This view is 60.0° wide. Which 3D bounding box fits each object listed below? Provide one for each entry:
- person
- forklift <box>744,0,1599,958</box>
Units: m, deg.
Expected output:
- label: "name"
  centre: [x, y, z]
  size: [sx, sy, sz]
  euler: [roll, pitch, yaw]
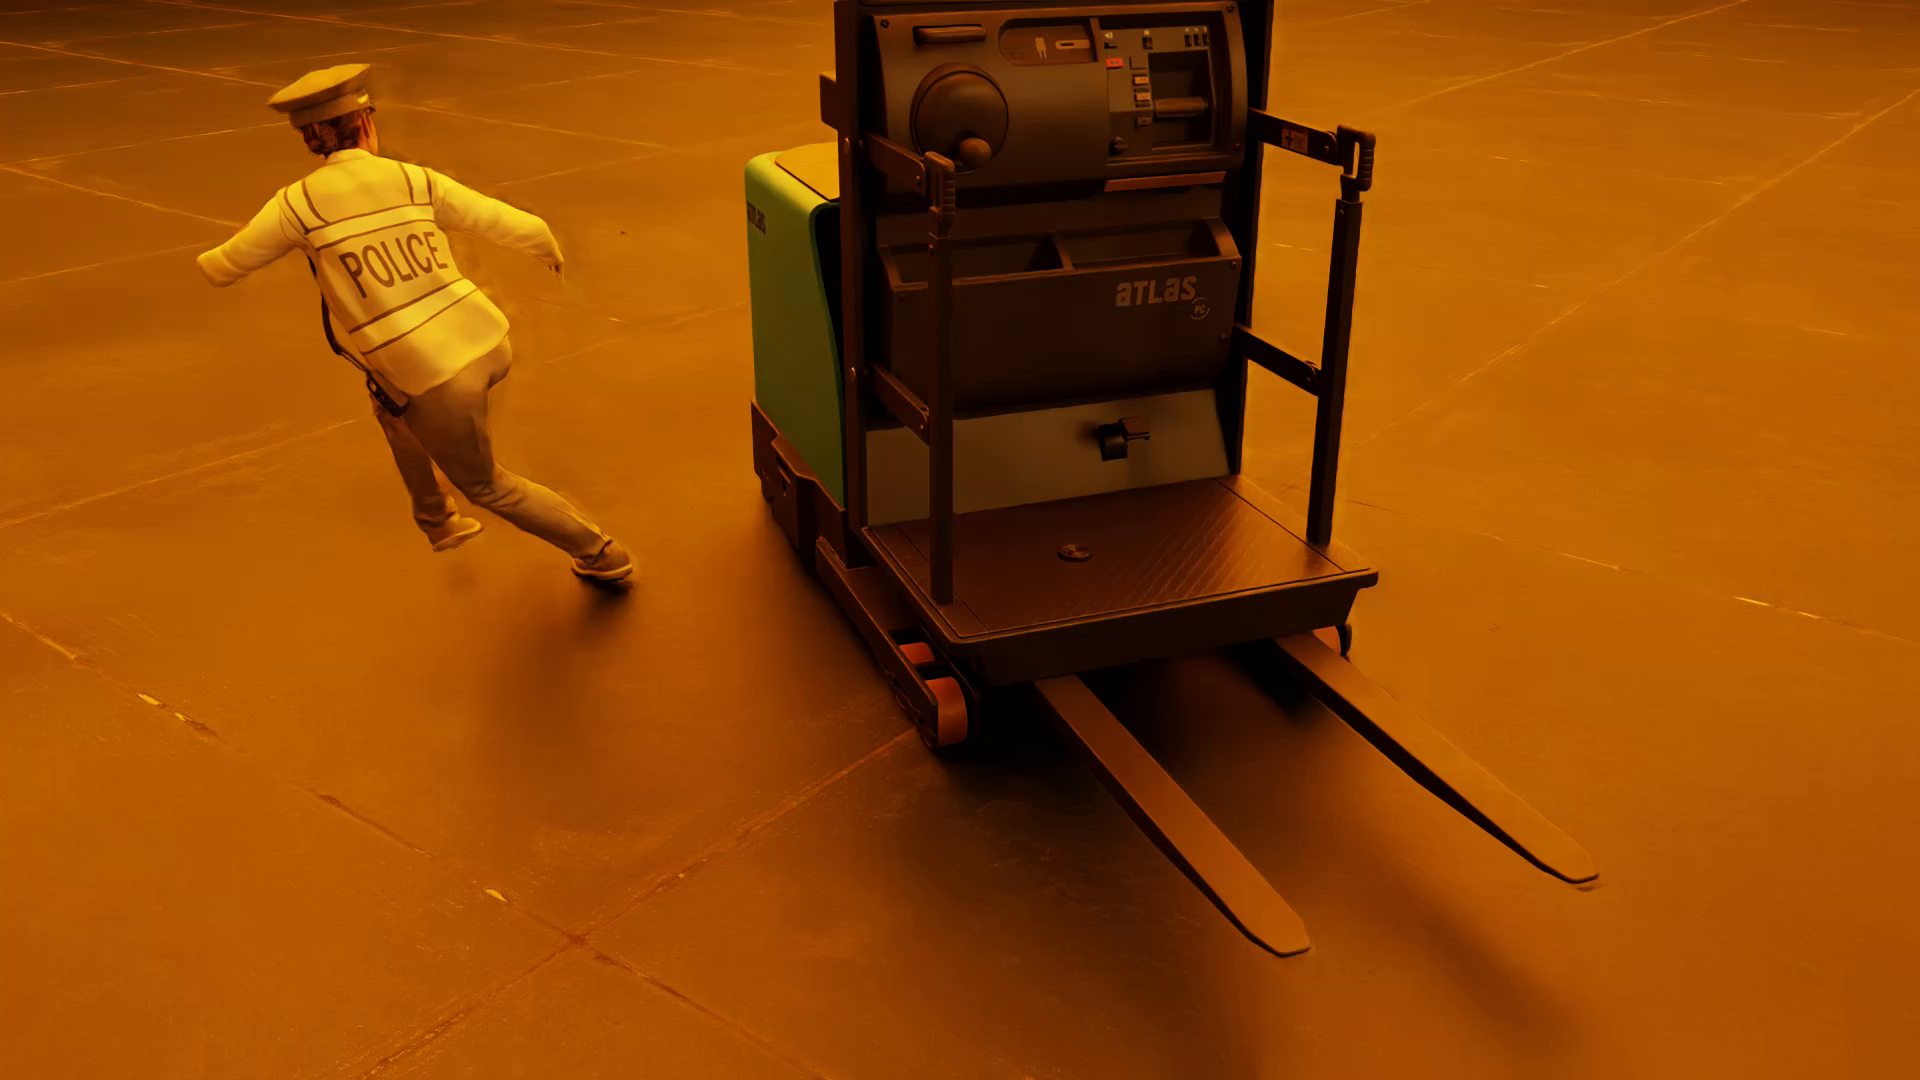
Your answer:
- label: "person"
  centre: [-1.424, -0.521, 4.399]
  size: [0.834, 1.435, 0.915]
  euler: [18, 29, 35]
- label: "forklift"
  centre: [0.328, -1.044, 3.738]
  size: [1.130, 2.935, 3.031]
  euler: [-8, 25, -19]
